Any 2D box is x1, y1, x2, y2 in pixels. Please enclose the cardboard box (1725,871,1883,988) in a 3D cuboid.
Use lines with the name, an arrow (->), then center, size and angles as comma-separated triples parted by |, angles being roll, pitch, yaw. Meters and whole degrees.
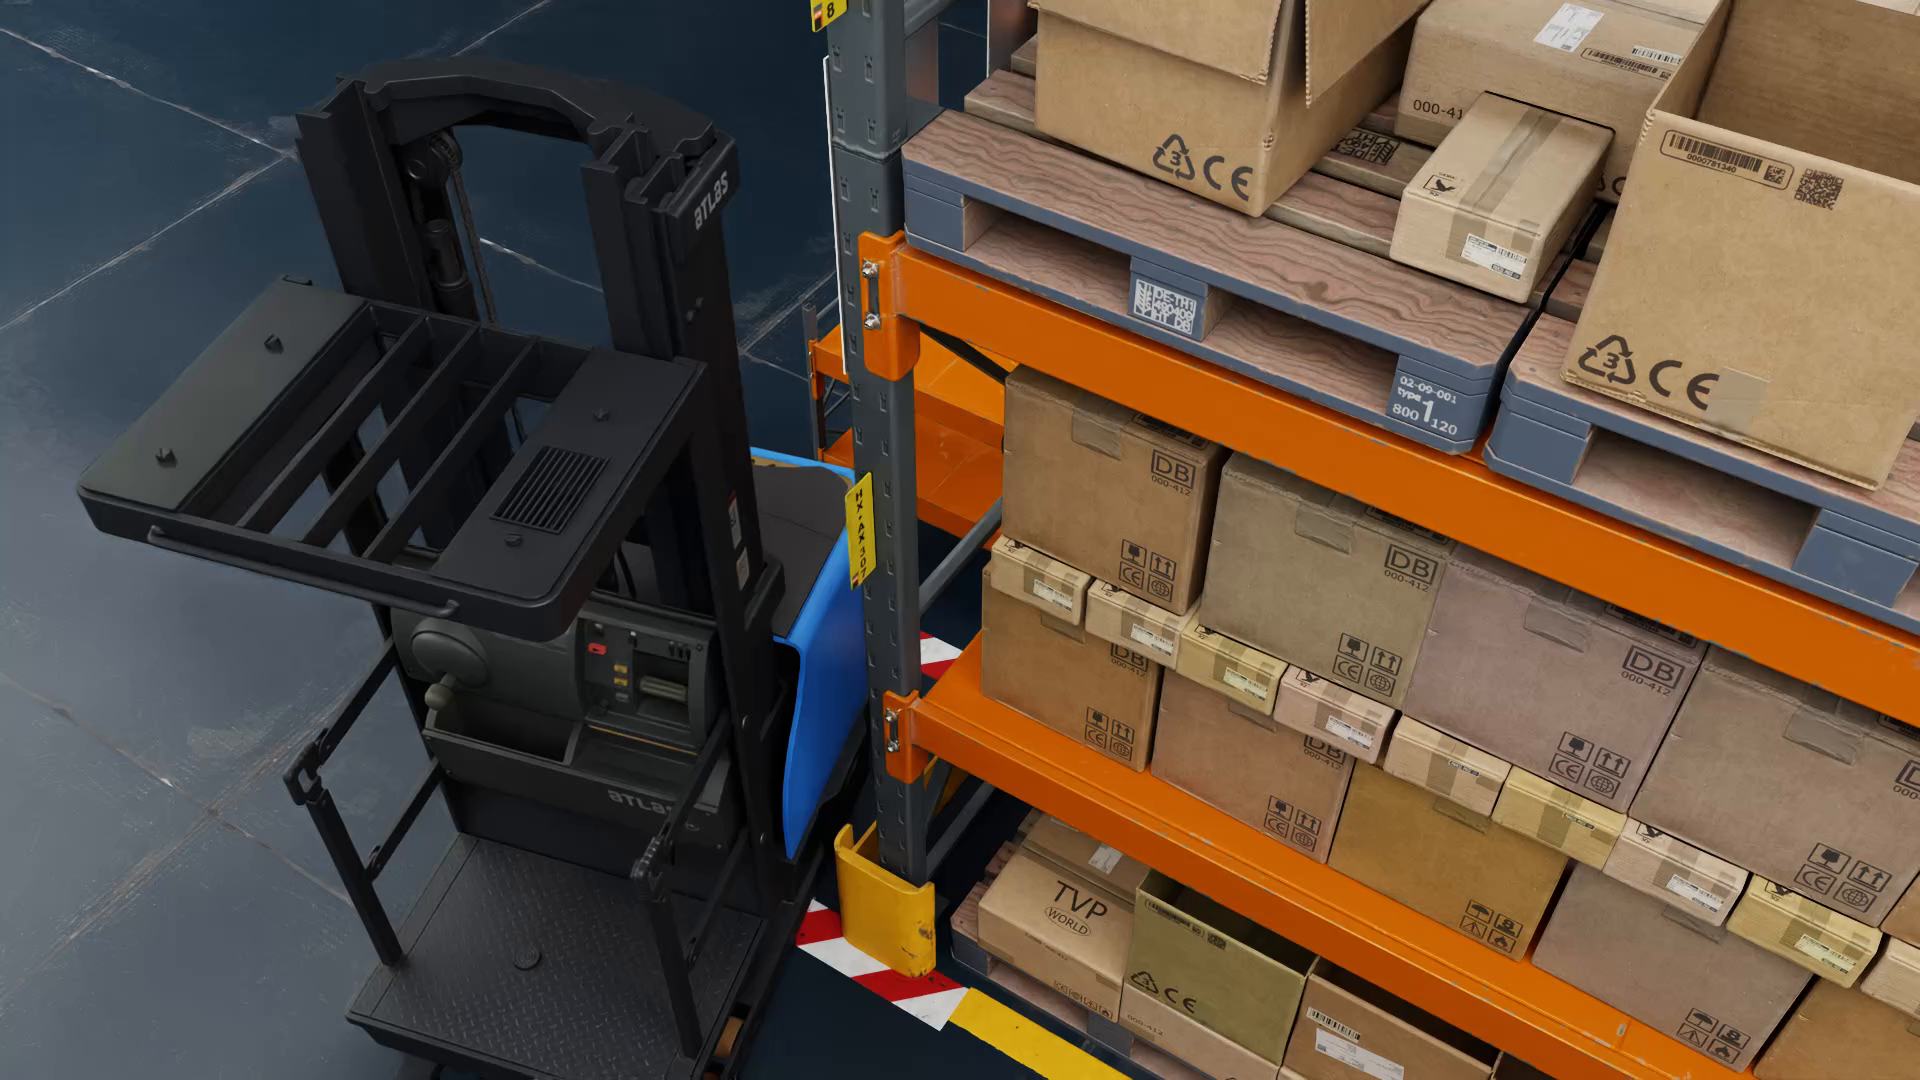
cardboard box -> 1.795, 0.697, 3.459 | 0.250, 0.149, 0.380 | 26, 51, 23

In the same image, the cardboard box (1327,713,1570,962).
cardboard box -> 1.311, 0.528, 4.075 | 0.500, 0.500, 0.700 | 25, 51, 22

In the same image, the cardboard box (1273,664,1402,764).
cardboard box -> 0.924, 0.297, 3.848 | 0.250, 0.149, 0.380 | 24, 50, 22

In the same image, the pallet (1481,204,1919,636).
pallet -> 1.678, -0.275, 2.896 | 1.213, 0.211, 1.003 | 25, 51, 22

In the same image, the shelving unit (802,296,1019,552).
shelving unit -> 0.006, -0.389, 6.344 | 1.048, 1.125, 0.538 | 25, 51, 22

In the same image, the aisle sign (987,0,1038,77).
aisle sign -> 0.169, -1.130, 3.944 | 0.004, 0.787, 0.394 | 25, 51, 22

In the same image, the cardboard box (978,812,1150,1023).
cardboard box -> 0.397, 1.132, 5.182 | 0.500, 0.250, 0.500 | 25, 51, 22

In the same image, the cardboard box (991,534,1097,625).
cardboard box -> 0.280, 0.000, 4.137 | 0.250, 0.149, 0.380 | 24, 51, 22

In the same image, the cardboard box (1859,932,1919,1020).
cardboard box -> 2.020, 0.798, 3.361 | 0.250, 0.149, 0.380 | 26, 51, 23

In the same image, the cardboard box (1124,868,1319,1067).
cardboard box -> 0.819, 1.064, 4.727 | 0.500, 0.500, 0.500 | 25, 51, 22

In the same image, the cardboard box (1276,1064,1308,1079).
cardboard box -> 1.241, 1.518, 4.808 | 0.500, 0.250, 0.500 | 25, 51, 22

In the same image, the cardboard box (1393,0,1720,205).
cardboard box -> 1.178, -0.923, 3.178 | 0.500, 0.250, 0.500 | 25, 51, 22

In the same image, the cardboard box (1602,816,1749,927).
cardboard box -> 1.573, 0.595, 3.558 | 0.250, 0.149, 0.380 | 25, 51, 22

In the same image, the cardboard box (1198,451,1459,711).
cardboard box -> 0.942, -0.099, 3.780 | 0.500, 0.500, 0.700 | 23, 50, 21

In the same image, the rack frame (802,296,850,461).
rack frame -> -0.422, -0.586, 6.535 | 0.032, 1.125, 0.500 | 25, 51, 22

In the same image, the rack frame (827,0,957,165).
rack frame -> 0.066, -2.112, 2.528 | 0.127, 3.000, 1.000 | 25, 51, 22

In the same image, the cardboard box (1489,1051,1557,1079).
cardboard box -> 1.658, 1.453, 4.348 | 0.500, 0.500, 0.500 | 25, 51, 22

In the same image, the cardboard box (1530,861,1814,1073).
cardboard box -> 1.757, 0.730, 3.879 | 0.500, 0.500, 0.700 | 26, 51, 23

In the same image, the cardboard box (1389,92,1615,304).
cardboard box -> 0.961, -0.612, 2.947 | 0.250, 0.149, 0.380 | 25, 51, 22

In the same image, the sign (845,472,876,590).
sign -> -0.239, -0.018, 4.017 | 0.005, 0.325, 0.100 | 25, 51, 22

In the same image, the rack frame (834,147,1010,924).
rack frame -> 0.066, -0.021, 4.679 | 0.127, 3.000, 1.000 | 25, 51, 22

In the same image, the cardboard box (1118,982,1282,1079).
cardboard box -> 0.820, 1.324, 4.997 | 0.500, 0.250, 0.500 | 25, 51, 22

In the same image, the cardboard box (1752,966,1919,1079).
cardboard box -> 2.188, 0.928, 3.687 | 0.500, 0.500, 0.700 | 25, 51, 23

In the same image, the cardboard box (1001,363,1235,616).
cardboard box -> 0.496, -0.299, 3.975 | 0.500, 0.500, 0.700 | 25, 51, 22

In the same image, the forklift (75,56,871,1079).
forklift -> -1.162, 0.417, 4.301 | 1.130, 2.935, 3.031 | 13, 47, 12

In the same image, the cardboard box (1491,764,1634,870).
cardboard box -> 1.365, 0.497, 3.653 | 0.250, 0.149, 0.380 | 24, 50, 22

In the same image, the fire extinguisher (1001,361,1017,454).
fire extinguisher -> 0.217, -0.321, 5.024 | 0.183, 0.674, 0.296 | 25, 51, 22

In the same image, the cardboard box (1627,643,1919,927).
cardboard box -> 1.789, 0.289, 3.403 | 0.500, 0.500, 0.700 | 25, 51, 22

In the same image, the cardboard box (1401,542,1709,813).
cardboard box -> 1.367, 0.096, 3.591 | 0.500, 0.500, 0.700 | 25, 51, 22

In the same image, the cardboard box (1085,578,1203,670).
cardboard box -> 0.504, 0.100, 4.039 | 0.250, 0.149, 0.380 | 23, 50, 21

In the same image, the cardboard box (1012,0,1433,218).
cardboard box -> 0.547, -1.073, 3.147 | 0.637, 0.503, 0.797 | 28, 52, 25

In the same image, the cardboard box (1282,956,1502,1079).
cardboard box -> 1.247, 1.249, 4.546 | 0.500, 0.500, 0.500 | 25, 51, 22

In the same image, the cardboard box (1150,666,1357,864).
cardboard box -> 0.897, 0.333, 4.265 | 0.500, 0.500, 0.700 | 26, 51, 23

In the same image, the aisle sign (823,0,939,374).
aisle sign -> -0.155, -0.768, 3.592 | 0.004, 0.787, 0.394 | 25, 51, 22

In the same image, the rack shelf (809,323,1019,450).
rack shelf -> 0.006, -0.593, 6.134 | 1.000, 0.278, 0.538 | 25, 51, 22

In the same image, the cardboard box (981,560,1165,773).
cardboard box -> 0.452, 0.132, 4.460 | 0.500, 0.500, 0.700 | 25, 51, 22

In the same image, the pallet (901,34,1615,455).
pallet -> 0.647, -0.747, 3.354 | 1.213, 0.211, 1.003 | 25, 51, 22

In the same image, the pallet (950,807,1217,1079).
pallet -> 0.732, 1.221, 5.416 | 1.213, 0.211, 1.003 | 25, 51, 22

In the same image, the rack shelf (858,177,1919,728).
rack shelf -> 1.749, -0.042, 3.109 | 4.000, 0.370, 1.077 | 25, 51, 22

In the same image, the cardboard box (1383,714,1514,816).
cardboard box -> 1.150, 0.398, 3.749 | 0.250, 0.149, 0.380 | 23, 50, 21

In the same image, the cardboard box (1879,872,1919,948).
cardboard box -> 2.209, 0.483, 3.215 | 0.500, 0.500, 0.700 | 25, 51, 22

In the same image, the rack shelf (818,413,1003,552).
rack shelf -> 0.006, -0.219, 6.519 | 1.000, 0.278, 0.538 | 25, 51, 22

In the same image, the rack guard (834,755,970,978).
rack guard -> 0.046, 0.840, 5.585 | 0.348, 0.500, 1.175 | 25, 51, 22

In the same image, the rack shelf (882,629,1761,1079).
rack shelf -> 1.749, 1.004, 4.185 | 4.000, 0.370, 1.077 | 25, 51, 22

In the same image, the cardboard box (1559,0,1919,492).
cardboard box -> 1.316, -0.489, 2.582 | 0.500, 0.500, 0.500 | 25, 51, 22

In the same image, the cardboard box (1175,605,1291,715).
cardboard box -> 0.713, 0.198, 3.944 | 0.250, 0.149, 0.380 | 25, 51, 22

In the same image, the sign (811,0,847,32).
sign -> -0.239, -1.066, 2.938 | 0.005, 0.325, 0.100 | 25, 51, 22

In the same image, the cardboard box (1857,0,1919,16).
cardboard box -> 1.646, -0.729, 2.947 | 0.500, 0.311, 0.500 | 31, 53, 26
